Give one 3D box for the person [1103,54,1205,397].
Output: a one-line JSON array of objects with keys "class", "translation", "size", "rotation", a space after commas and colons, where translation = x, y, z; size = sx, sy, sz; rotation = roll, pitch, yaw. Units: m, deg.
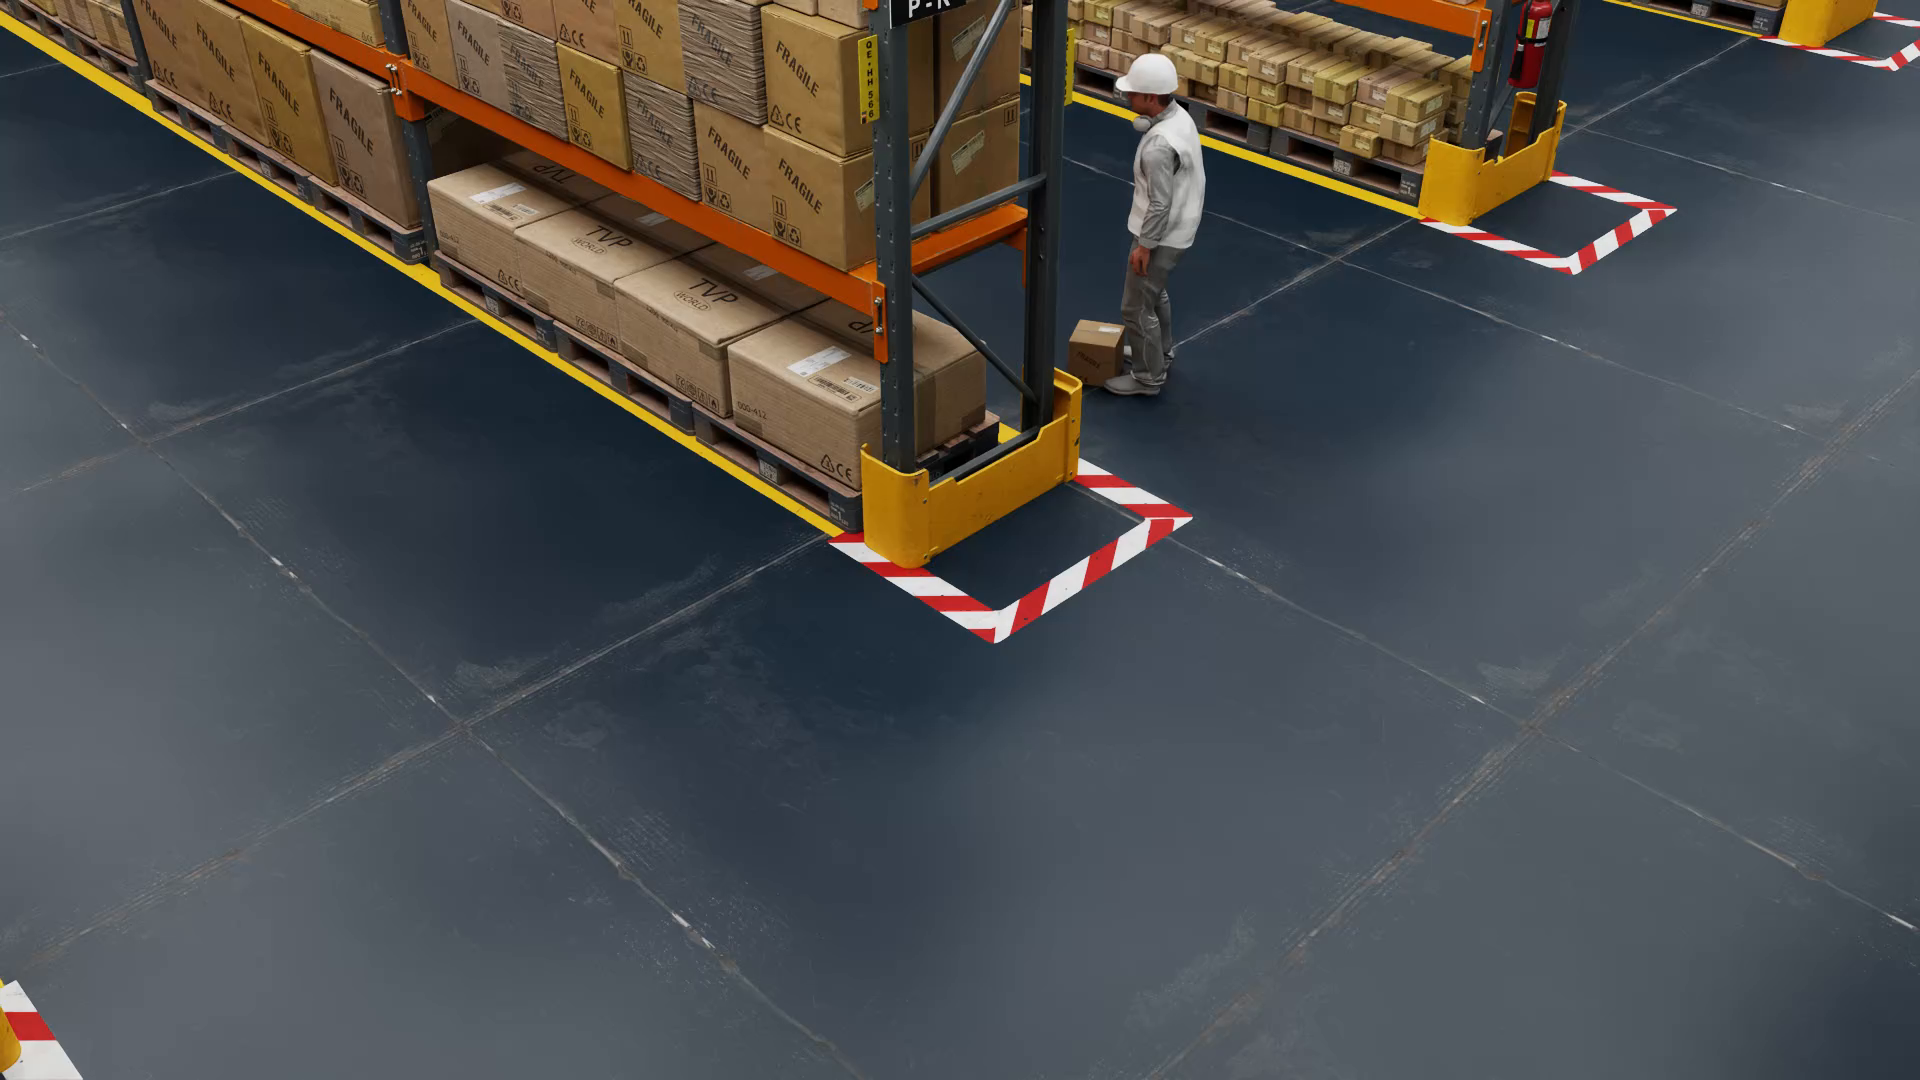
[{"class": "person", "translation": [0.977, -1.563, 8.340], "size": [0.463, 1.767, 0.584], "rotation": [9, 36, 12]}]
